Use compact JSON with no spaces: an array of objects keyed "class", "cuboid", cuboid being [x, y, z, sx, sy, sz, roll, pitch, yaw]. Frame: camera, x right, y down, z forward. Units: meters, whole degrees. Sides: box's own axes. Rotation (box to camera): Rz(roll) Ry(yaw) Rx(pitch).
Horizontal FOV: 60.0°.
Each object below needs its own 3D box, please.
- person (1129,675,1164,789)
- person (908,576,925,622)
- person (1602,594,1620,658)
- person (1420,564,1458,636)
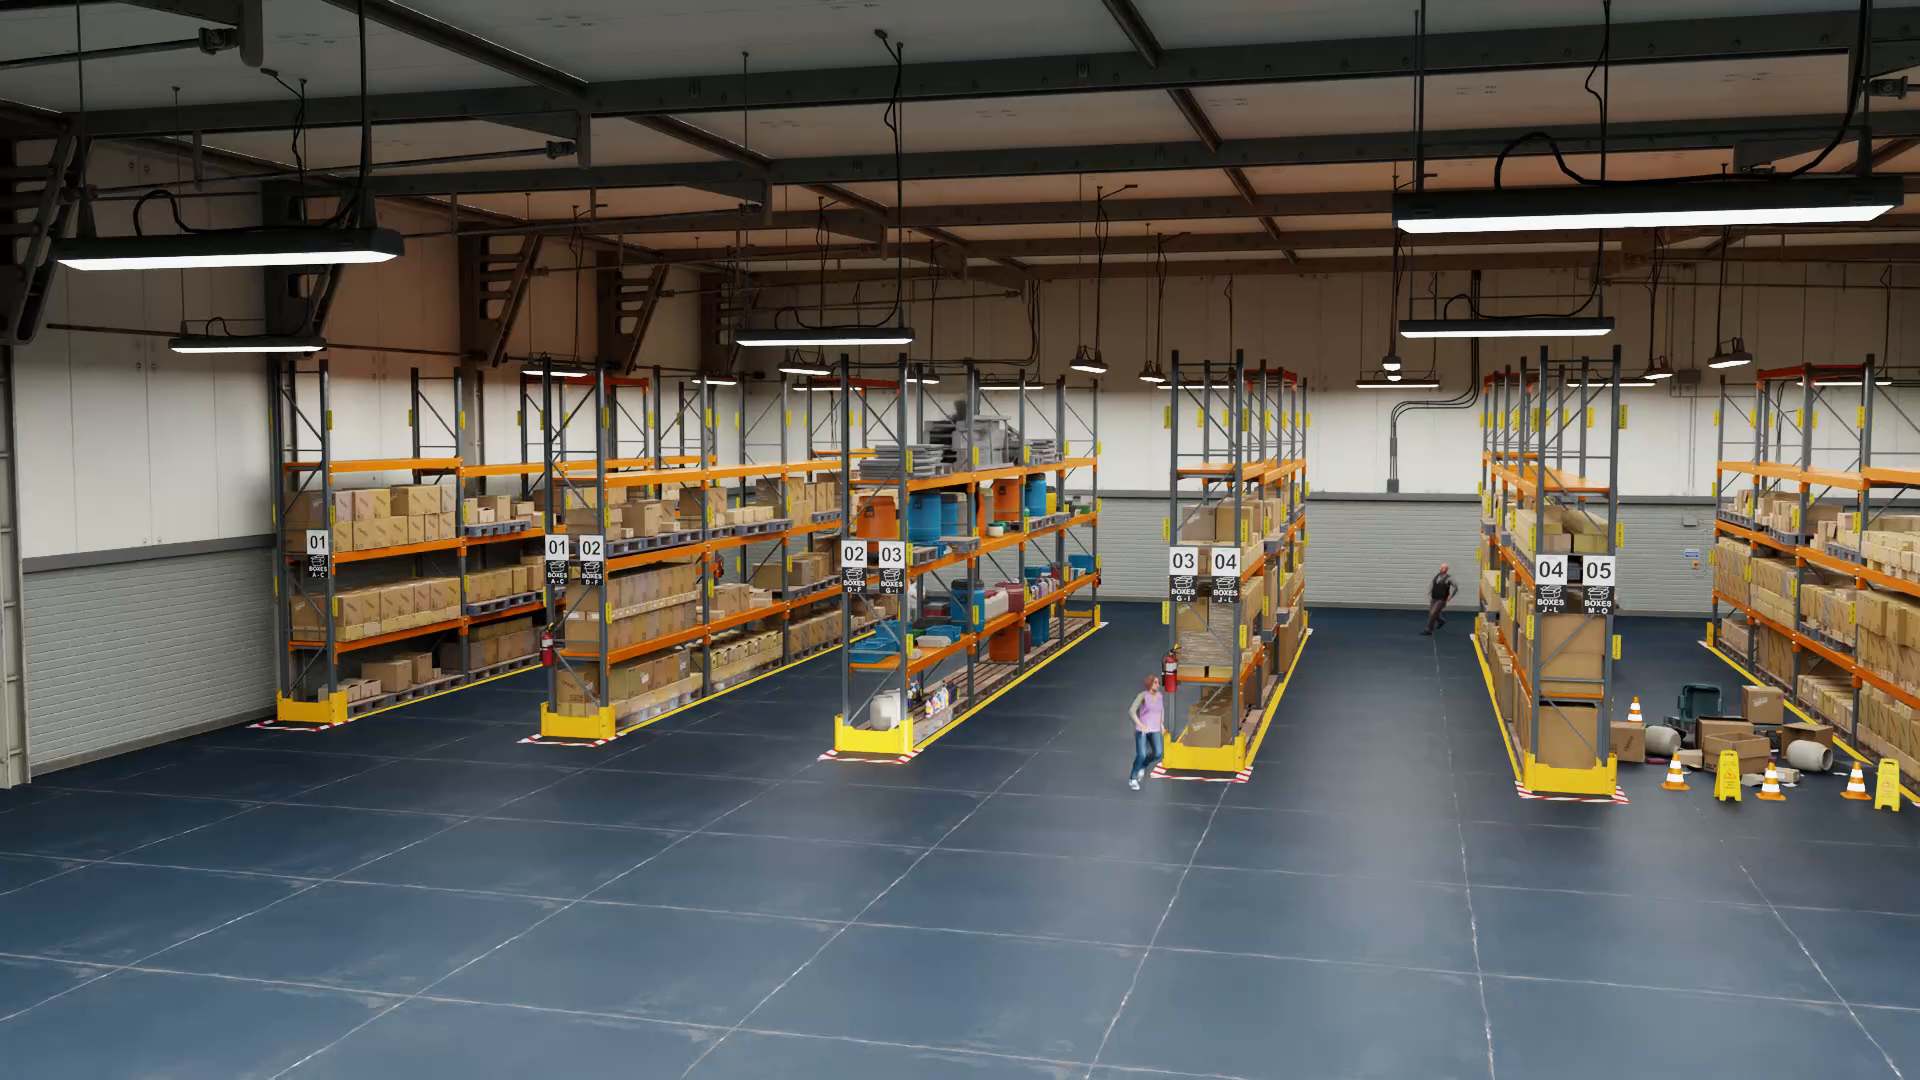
[{"class":"person","cuboid":[2.589,2.612,22.667,0.600,1.549,0.468,-2,4,-24]},{"class":"person","cuboid":[-1.057,1.536,36.664,0.582,1.726,0.775,0,4,5]},{"class":"person","cuboid":[13.493,1.697,34.813,0.586,1.667,0.753,1,4,17]},{"class":"person","cuboid":[11.174,1.385,38.640,0.876,1.674,0.714,-3,5,-33]}]
